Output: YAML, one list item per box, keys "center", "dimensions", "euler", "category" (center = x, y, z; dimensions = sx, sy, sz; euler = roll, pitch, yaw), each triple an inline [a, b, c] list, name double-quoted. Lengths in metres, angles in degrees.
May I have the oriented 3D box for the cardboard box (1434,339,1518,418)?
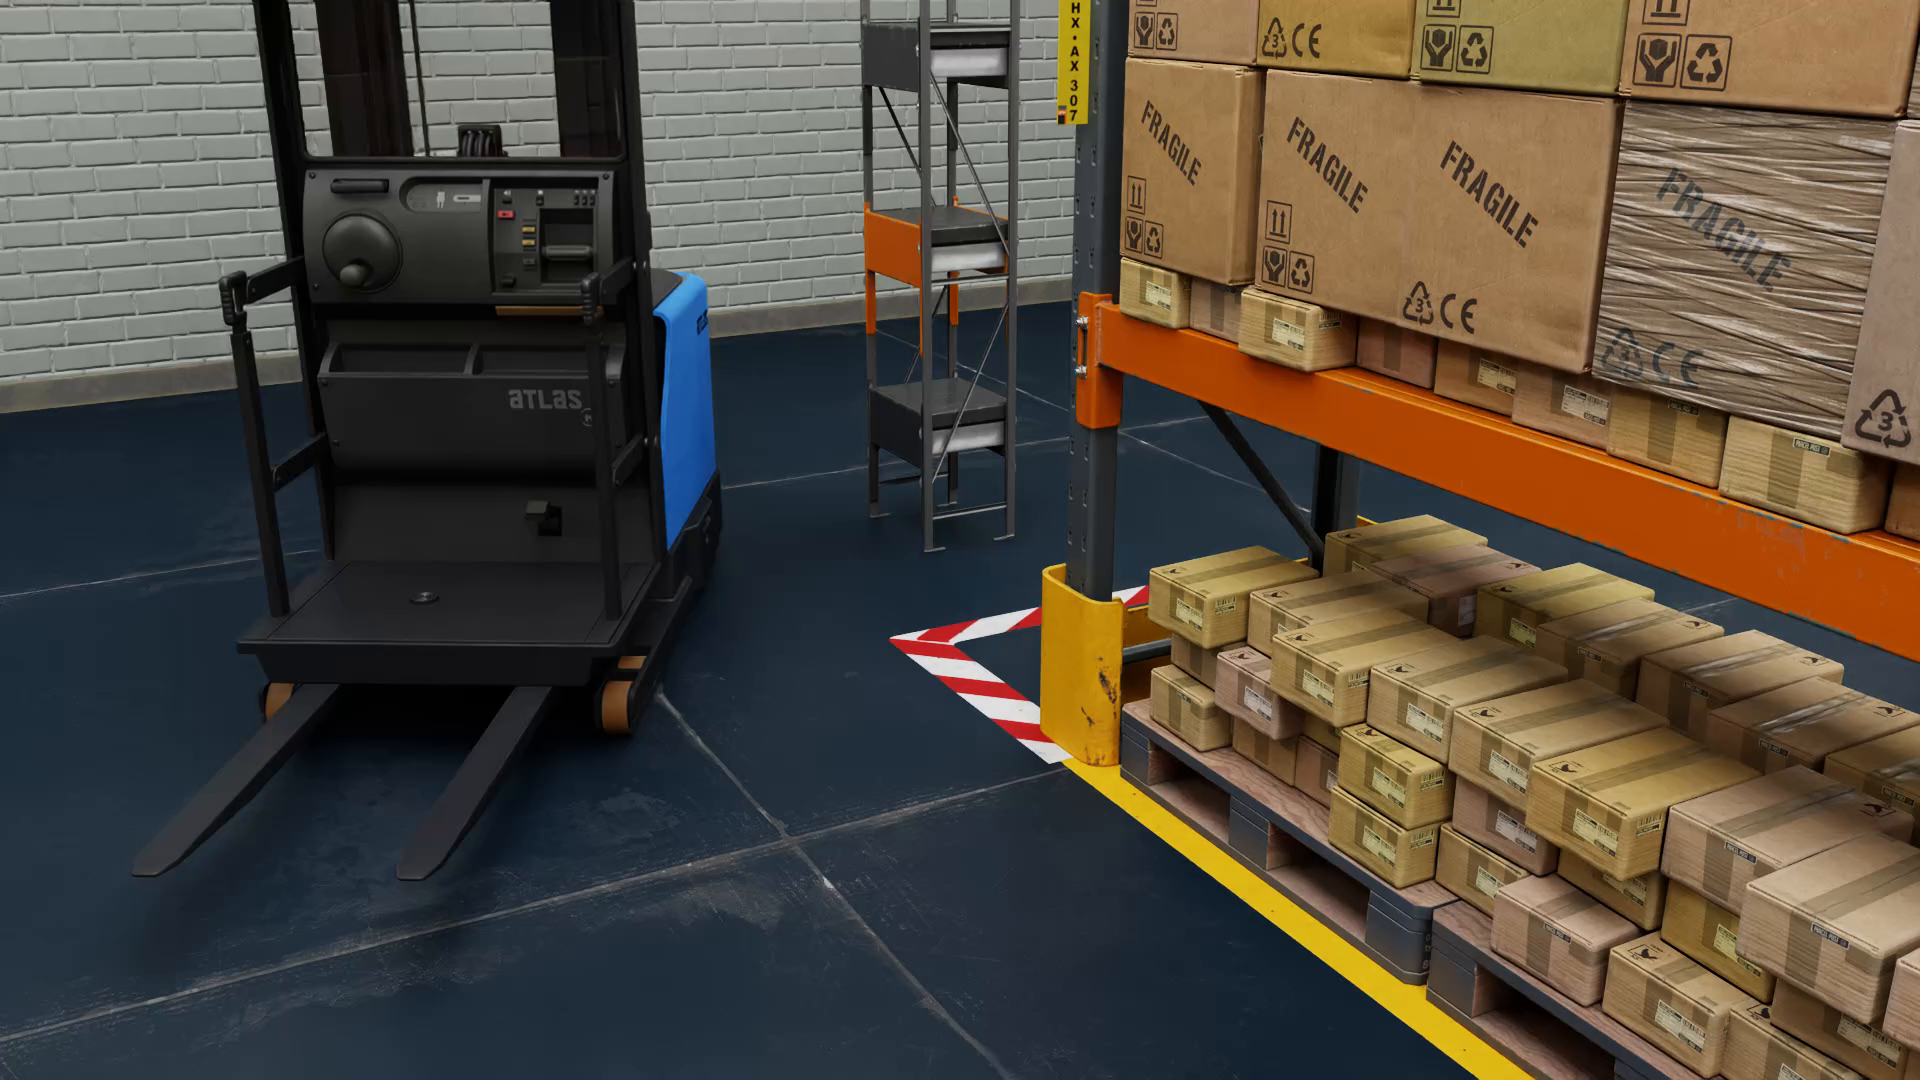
- center: [1.230, -0.373, 3.500]
  dimensions: [0.380, 0.149, 0.250]
  euler: [-10, 22, -27]
  category: "cardboard box"

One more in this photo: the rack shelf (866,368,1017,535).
- center: [-0.079, -0.365, 6.659]
  dimensions: [0.431, 0.518, 0.480]
  euler: [-10, 21, -27]
  category: "rack shelf"

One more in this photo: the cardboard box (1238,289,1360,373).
- center: [0.879, -0.508, 3.891]
  dimensions: [0.380, 0.149, 0.250]
  euler: [-11, 22, -28]
  category: "cardboard box"

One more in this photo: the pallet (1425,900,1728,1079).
- center: [1.742, 1.006, 3.394]
  dimensions: [1.003, 0.211, 1.213]
  euler: [-10, 21, -27]
  category: "pallet"

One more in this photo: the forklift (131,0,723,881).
- center: [-1.500, -0.909, 4.773]
  dimensions: [1.130, 2.935, 3.031]
  euler: [1, 19, 1]
  category: "forklift"

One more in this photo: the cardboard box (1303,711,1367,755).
- center: [1.073, 0.420, 4.087]
  dimensions: [0.380, 0.149, 0.250]
  euler: [-10, 21, -26]
  category: "cardboard box"

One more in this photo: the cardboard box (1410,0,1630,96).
- center: [1.228, -1.117, 3.127]
  dimensions: [0.500, 0.500, 0.500]
  euler: [-11, 22, -28]
  category: "cardboard box"

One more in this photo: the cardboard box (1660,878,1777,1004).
- center: [1.594, 0.722, 3.211]
  dimensions: [0.380, 0.149, 0.250]
  euler: [-9, 21, -24]
  category: "cardboard box"

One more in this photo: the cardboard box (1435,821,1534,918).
- center: [1.293, 0.708, 3.709]
  dimensions: [0.380, 0.149, 0.250]
  euler: [-10, 21, -27]
  category: "cardboard box"

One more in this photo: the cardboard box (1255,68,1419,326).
- center: [1.023, -0.789, 3.711]
  dimensions: [0.500, 0.500, 0.500]
  euler: [-10, 21, -27]
  category: "cardboard box"

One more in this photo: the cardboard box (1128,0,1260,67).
- center: [0.756, -1.413, 3.987]
  dimensions: [0.500, 0.500, 0.500]
  euler: [-10, 21, -27]
  category: "cardboard box"

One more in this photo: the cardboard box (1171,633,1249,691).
- center: [0.799, 0.276, 4.504]
  dimensions: [0.380, 0.149, 0.250]
  euler: [-9, 21, -24]
  category: "cardboard box"

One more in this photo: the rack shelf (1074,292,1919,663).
- center: [1.726, -0.009, 3.161]
  dimensions: [1.077, 0.370, 4.000]
  euler: [-10, 21, -27]
  category: "rack shelf"

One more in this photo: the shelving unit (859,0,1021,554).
- center: [-0.079, -1.040, 6.427]
  dimensions: [0.431, 2.100, 0.503]
  euler: [-10, 21, -27]
  category: "shelving unit"

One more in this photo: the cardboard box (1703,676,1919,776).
- center: [1.825, 0.439, 3.576]
  dimensions: [0.380, 0.149, 0.250]
  euler: [-11, 22, -28]
  category: "cardboard box"

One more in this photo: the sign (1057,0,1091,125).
- center: [0.299, -1.248, 4.322]
  dimensions: [0.100, 0.325, 0.005]
  euler: [-10, 21, -27]
  category: "sign"

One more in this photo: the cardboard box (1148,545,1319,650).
- center: [0.726, 0.148, 4.418]
  dimensions: [0.380, 0.149, 0.250]
  euler: [-11, 22, -29]
  category: "cardboard box"

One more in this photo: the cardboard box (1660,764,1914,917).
- center: [1.572, 0.580, 3.166]
  dimensions: [0.380, 0.149, 0.250]
  euler: [-10, 21, -27]
  category: "cardboard box"

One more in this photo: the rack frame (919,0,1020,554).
- center: [0.037, -0.970, 6.224]
  dimensions: [0.400, 2.100, 0.015]
  euler: [-10, 21, -27]
  category: "rack frame"

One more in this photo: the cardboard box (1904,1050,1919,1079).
- center: [1.793, 0.885, 2.737]
  dimensions: [0.380, 0.149, 0.250]
  euler: [-9, 21, -25]
  category: "cardboard box"

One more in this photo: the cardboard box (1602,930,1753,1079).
- center: [1.489, 0.868, 3.243]
  dimensions: [0.380, 0.149, 0.250]
  euler: [-10, 21, -27]
  category: "cardboard box"

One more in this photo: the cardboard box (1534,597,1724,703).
- center: [1.621, 0.278, 4.043]
  dimensions: [0.380, 0.149, 0.250]
  euler: [-11, 22, -29]
  category: "cardboard box"

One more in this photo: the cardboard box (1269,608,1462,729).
- center: [0.970, 0.301, 3.976]
  dimensions: [0.380, 0.149, 0.250]
  euler: [-10, 21, -27]
  category: "cardboard box"

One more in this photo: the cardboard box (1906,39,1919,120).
- center: [1.734, -0.825, 2.281]
  dimensions: [0.500, 0.500, 0.500]
  euler: [-9, 21, -25]
  category: "cardboard box"

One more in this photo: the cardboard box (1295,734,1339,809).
- center: [1.063, 0.559, 4.140]
  dimensions: [0.380, 0.149, 0.250]
  euler: [-10, 21, -26]
  category: "cardboard box"

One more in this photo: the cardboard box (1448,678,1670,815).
- center: [1.284, 0.440, 3.572]
  dimensions: [0.380, 0.149, 0.250]
  euler: [-9, 21, -25]
  category: "cardboard box"

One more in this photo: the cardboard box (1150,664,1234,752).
- center: [0.743, 0.426, 4.524]
  dimensions: [0.380, 0.149, 0.250]
  euler: [-10, 21, -26]
  category: "cardboard box"

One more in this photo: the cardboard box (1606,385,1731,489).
- center: [1.427, -0.220, 3.057]
  dimensions: [0.380, 0.149, 0.250]
  euler: [-9, 21, -25]
  category: "cardboard box"

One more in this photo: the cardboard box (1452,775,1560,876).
- center: [1.309, 0.572, 3.647]
  dimensions: [0.380, 0.149, 0.250]
  euler: [-11, 22, -29]
  category: "cardboard box"

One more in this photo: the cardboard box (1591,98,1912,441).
- center: [1.492, -0.501, 2.877]
  dimensions: [0.500, 0.500, 0.500]
  euler: [-11, 22, -28]
  category: "cardboard box"

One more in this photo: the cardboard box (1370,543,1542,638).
- center: [1.319, 0.139, 4.445]
  dimensions: [0.380, 0.149, 0.250]
  euler: [-10, 21, -26]
  category: "cardboard box"

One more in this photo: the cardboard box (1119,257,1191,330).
- center: [0.641, -0.660, 4.332]
  dimensions: [0.380, 0.149, 0.250]
  euler: [-10, 21, -27]
  category: "cardboard box"

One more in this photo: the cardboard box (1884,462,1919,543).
- center: [1.711, -0.077, 2.642]
  dimensions: [0.380, 0.149, 0.250]
  euler: [-10, 22, -27]
  category: "cardboard box"

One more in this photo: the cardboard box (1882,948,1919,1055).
- center: [1.732, 0.744, 2.692]
  dimensions: [0.380, 0.149, 0.250]
  euler: [-11, 22, -29]
  category: "cardboard box"
